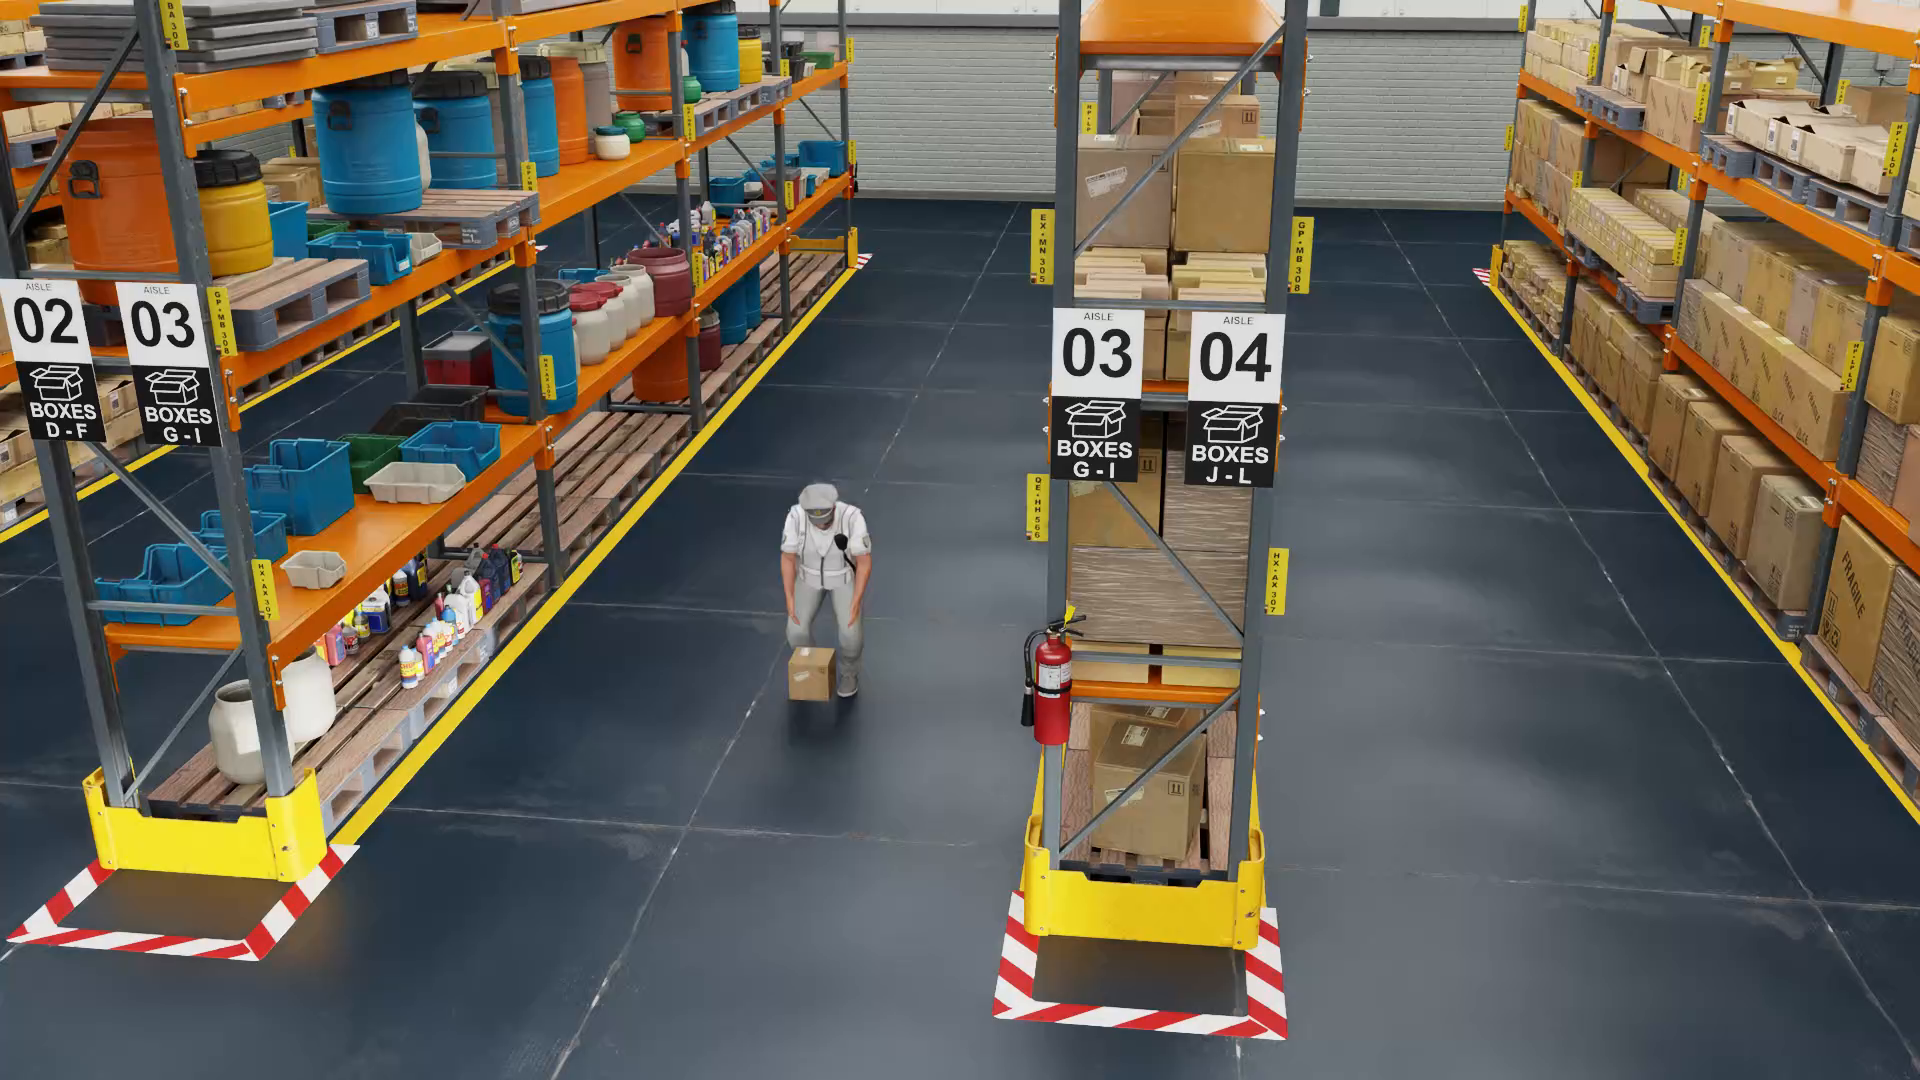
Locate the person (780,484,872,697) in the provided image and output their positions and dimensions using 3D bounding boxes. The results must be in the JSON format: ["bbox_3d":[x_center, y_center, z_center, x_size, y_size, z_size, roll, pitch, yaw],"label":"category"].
[{"bbox_3d":[-0.839,0.295,10.683,0.589,1.491,0.749,3,21,7],"label":"person"}]
